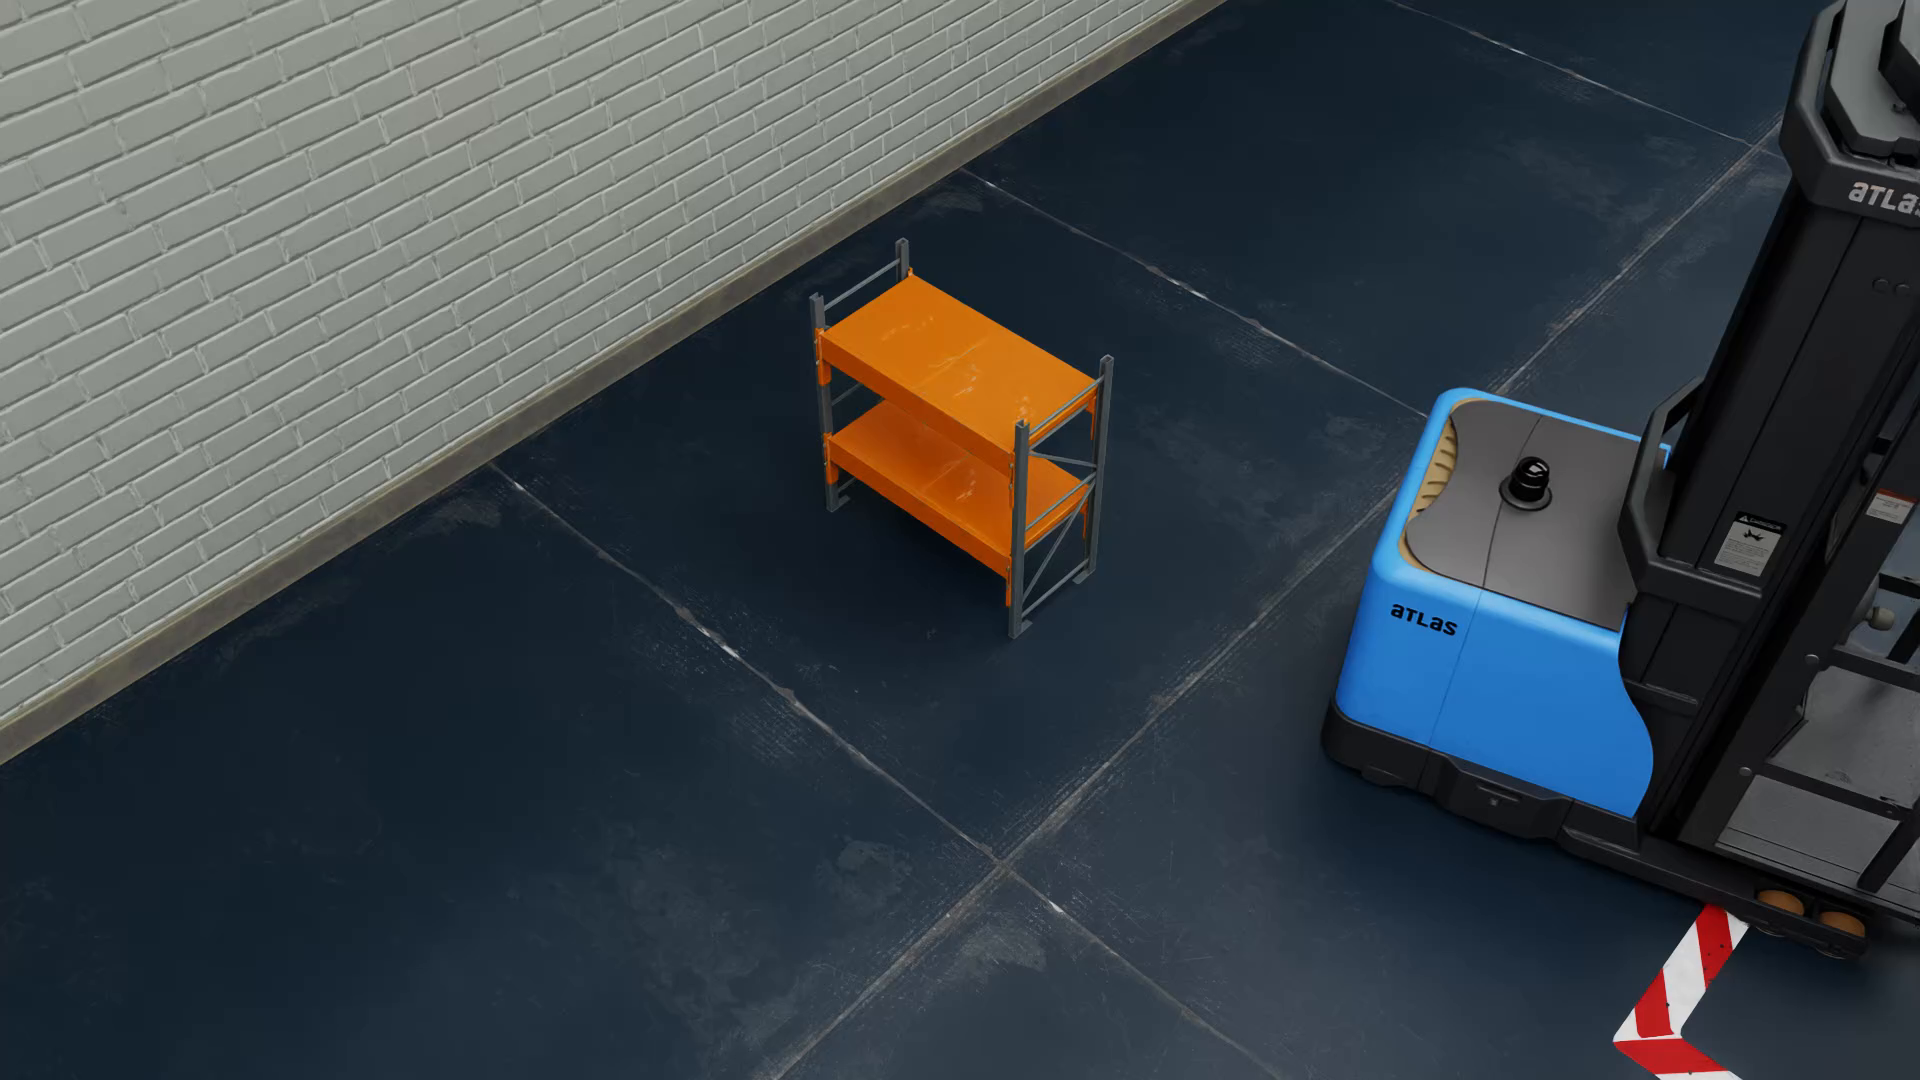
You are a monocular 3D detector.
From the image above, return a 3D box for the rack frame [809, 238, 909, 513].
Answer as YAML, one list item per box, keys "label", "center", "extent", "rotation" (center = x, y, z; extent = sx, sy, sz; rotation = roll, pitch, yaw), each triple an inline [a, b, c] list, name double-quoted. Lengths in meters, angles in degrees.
- label: "rack frame"
  center: [-0.379, -0.640, 6.688]
  extent: [0.032, 1.125, 0.500]
  rotation: [34, 55, 28]

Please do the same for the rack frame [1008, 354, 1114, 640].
- label: "rack frame"
  center: [0.369, -0.137, 6.216]
  extent: [0.032, 1.125, 0.500]
  rotation: [34, 55, 28]

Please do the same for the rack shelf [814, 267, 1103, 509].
- label: "rack shelf"
  center: [-0.005, -0.589, 6.238]
  extent: [1.000, 0.278, 0.538]
  rotation: [34, 55, 28]

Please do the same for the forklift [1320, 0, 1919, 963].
- label: "forklift"
  center: [2.875, -0.055, 4.899]
  extent: [3.031, 2.935, 1.130]
  rotation: [19, 50, 17]

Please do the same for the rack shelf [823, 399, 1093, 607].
- label: "rack shelf"
  center: [-0.005, -0.221, 6.630]
  extent: [1.000, 0.278, 0.538]
  rotation: [34, 55, 28]

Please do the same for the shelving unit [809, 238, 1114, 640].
- label: "shelving unit"
  center: [-0.005, -0.388, 6.452]
  extent: [1.048, 1.125, 0.538]
  rotation: [34, 55, 28]
